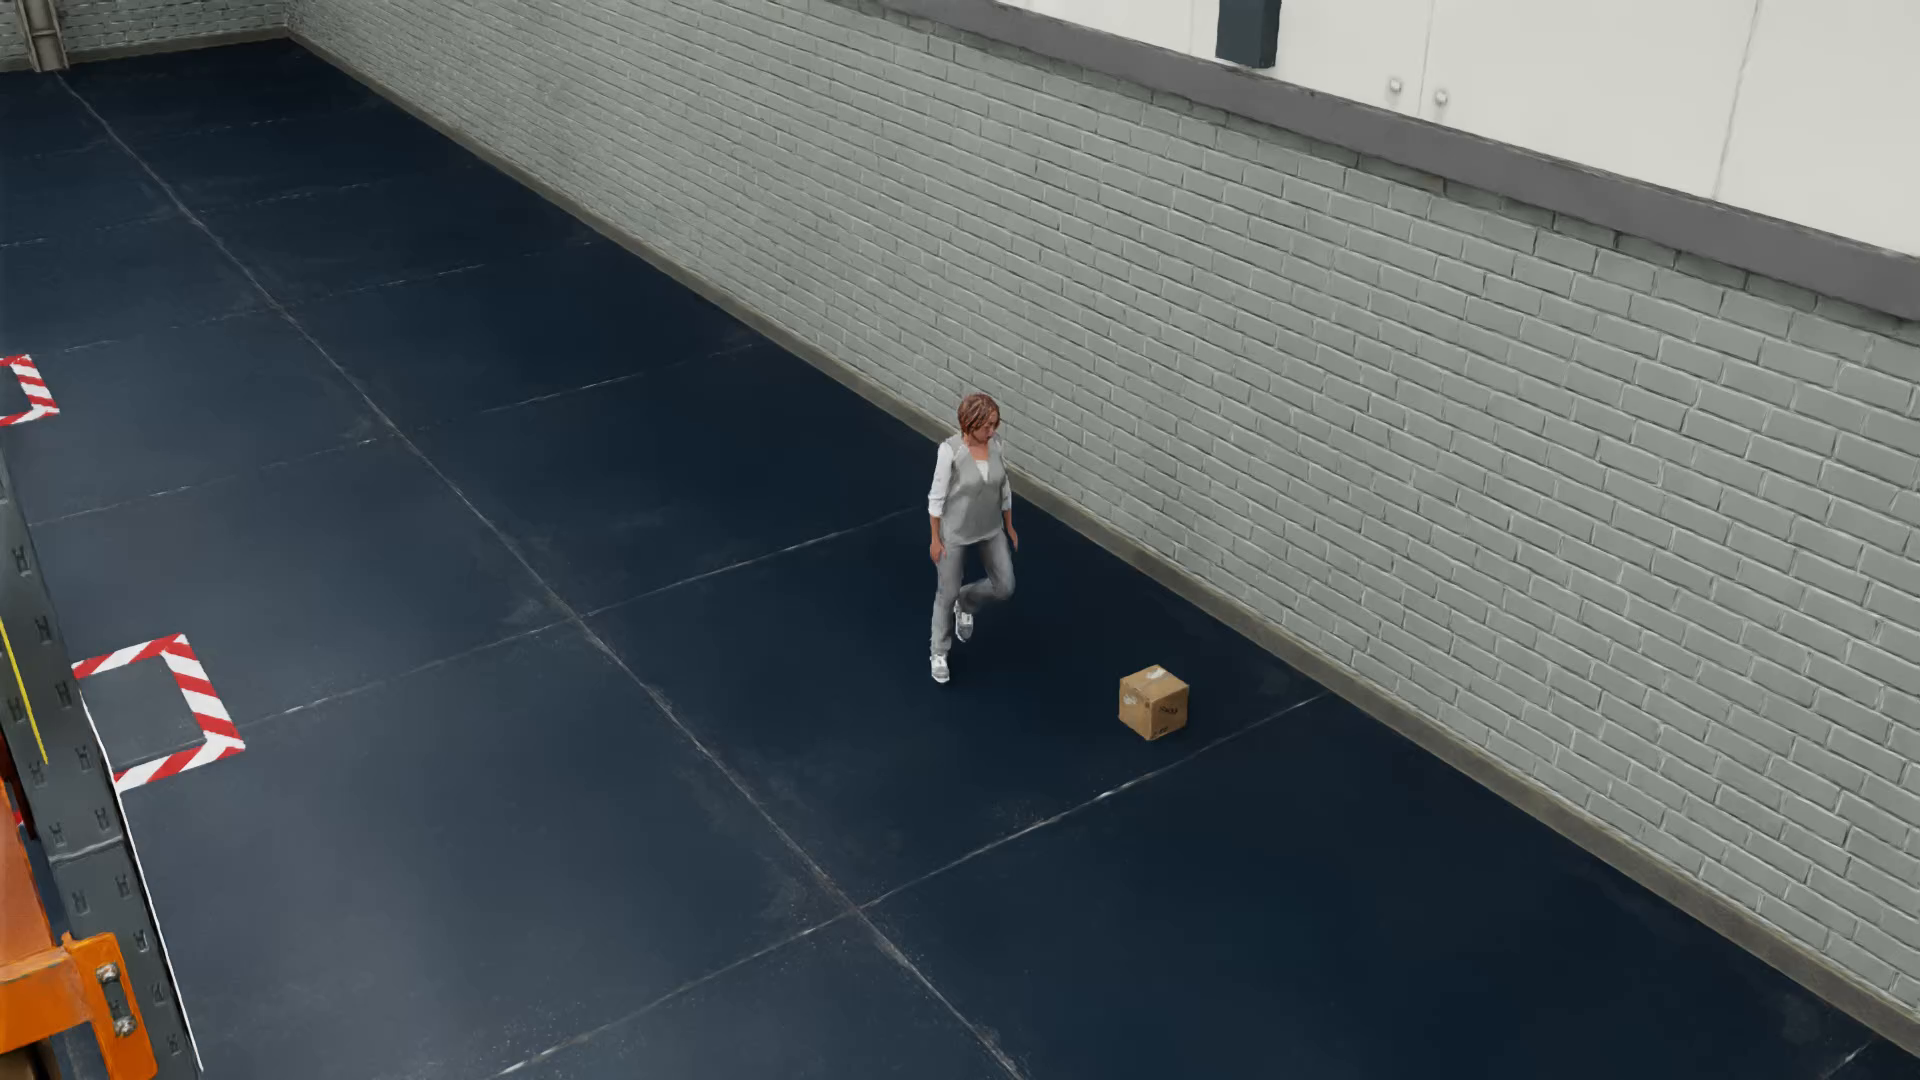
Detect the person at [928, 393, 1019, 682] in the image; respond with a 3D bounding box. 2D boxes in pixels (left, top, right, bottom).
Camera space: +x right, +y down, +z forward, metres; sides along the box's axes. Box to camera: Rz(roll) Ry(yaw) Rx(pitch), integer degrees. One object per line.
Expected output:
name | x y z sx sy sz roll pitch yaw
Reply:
person | 0.032 -0.054 8.699 0.510 1.591 0.457 -14 32 -23
